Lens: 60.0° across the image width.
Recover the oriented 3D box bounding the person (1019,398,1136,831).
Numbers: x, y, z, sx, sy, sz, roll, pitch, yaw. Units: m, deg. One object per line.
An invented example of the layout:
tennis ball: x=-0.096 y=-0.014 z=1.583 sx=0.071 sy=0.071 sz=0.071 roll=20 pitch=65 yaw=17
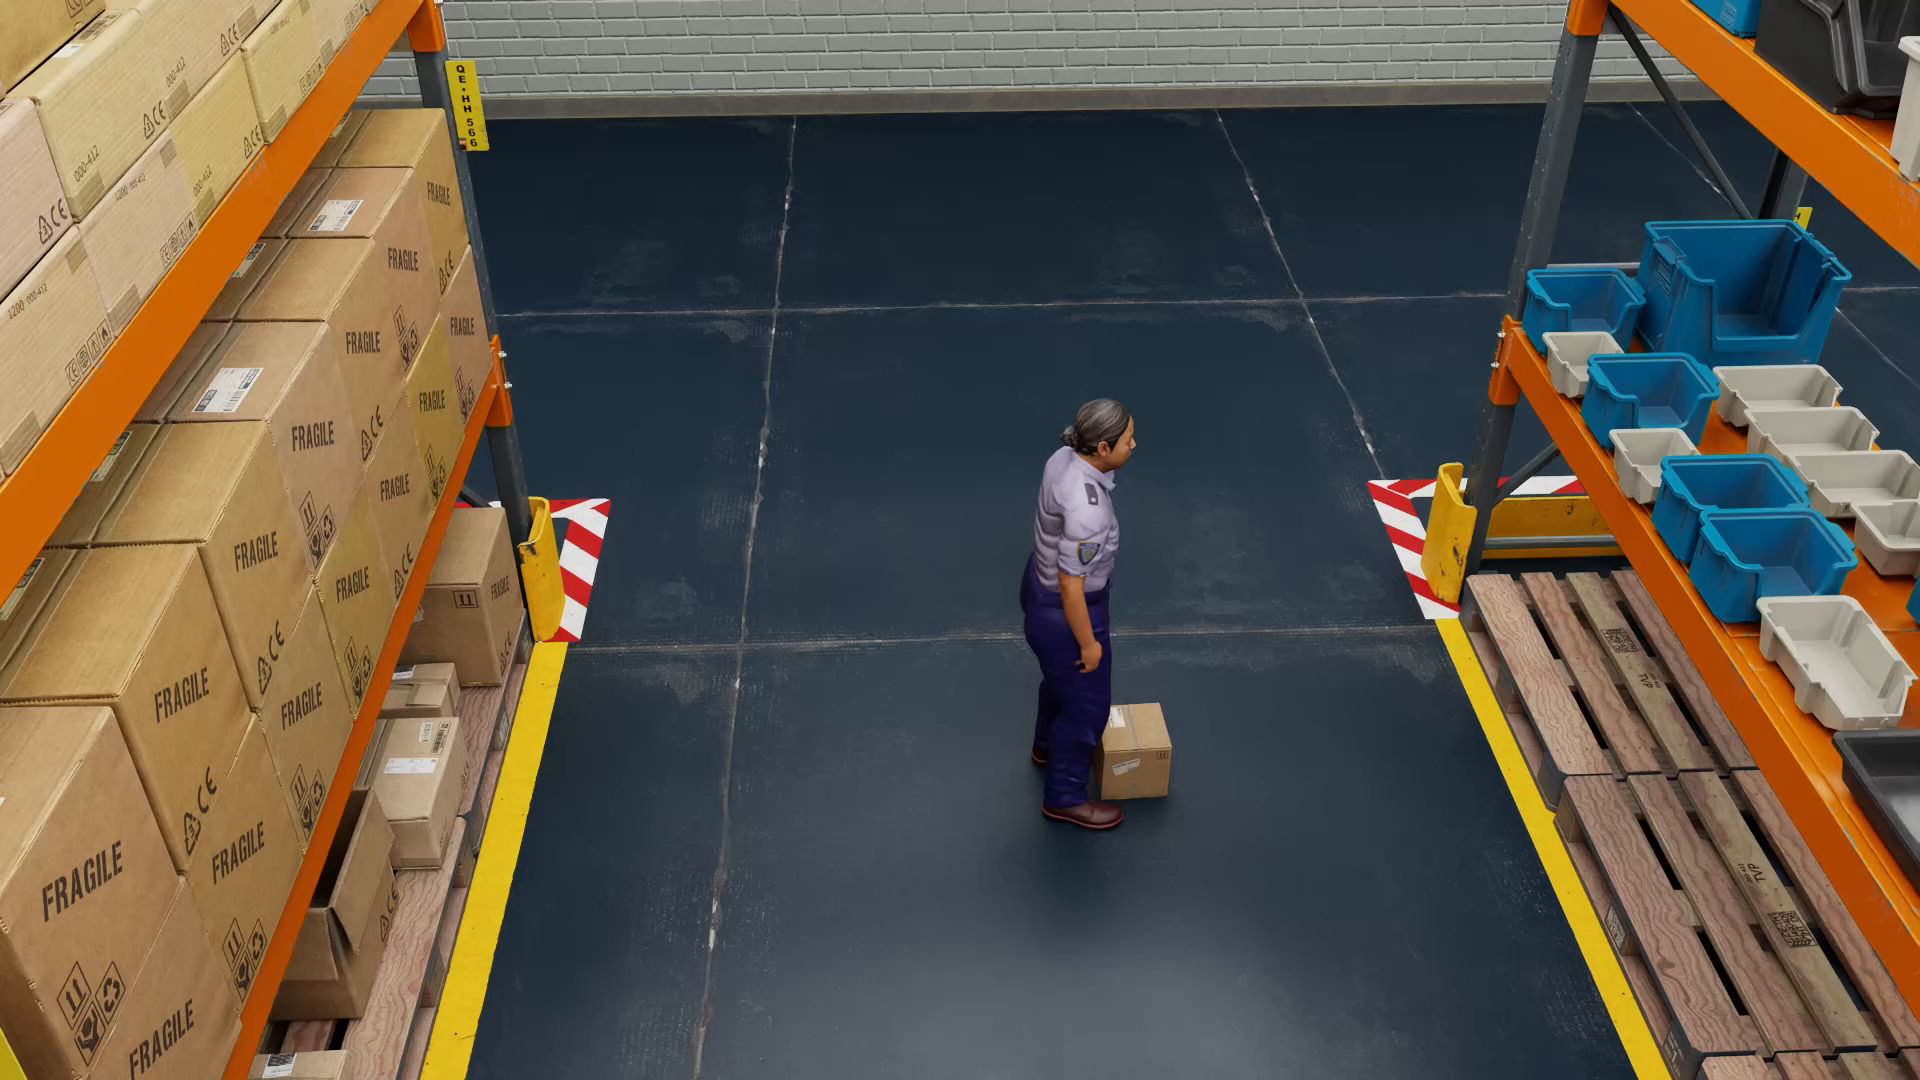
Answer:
person: x=0.402 y=0.241 z=5.815 sx=0.373 sy=1.651 sz=0.537 roll=-2 pitch=35 yaw=-3
